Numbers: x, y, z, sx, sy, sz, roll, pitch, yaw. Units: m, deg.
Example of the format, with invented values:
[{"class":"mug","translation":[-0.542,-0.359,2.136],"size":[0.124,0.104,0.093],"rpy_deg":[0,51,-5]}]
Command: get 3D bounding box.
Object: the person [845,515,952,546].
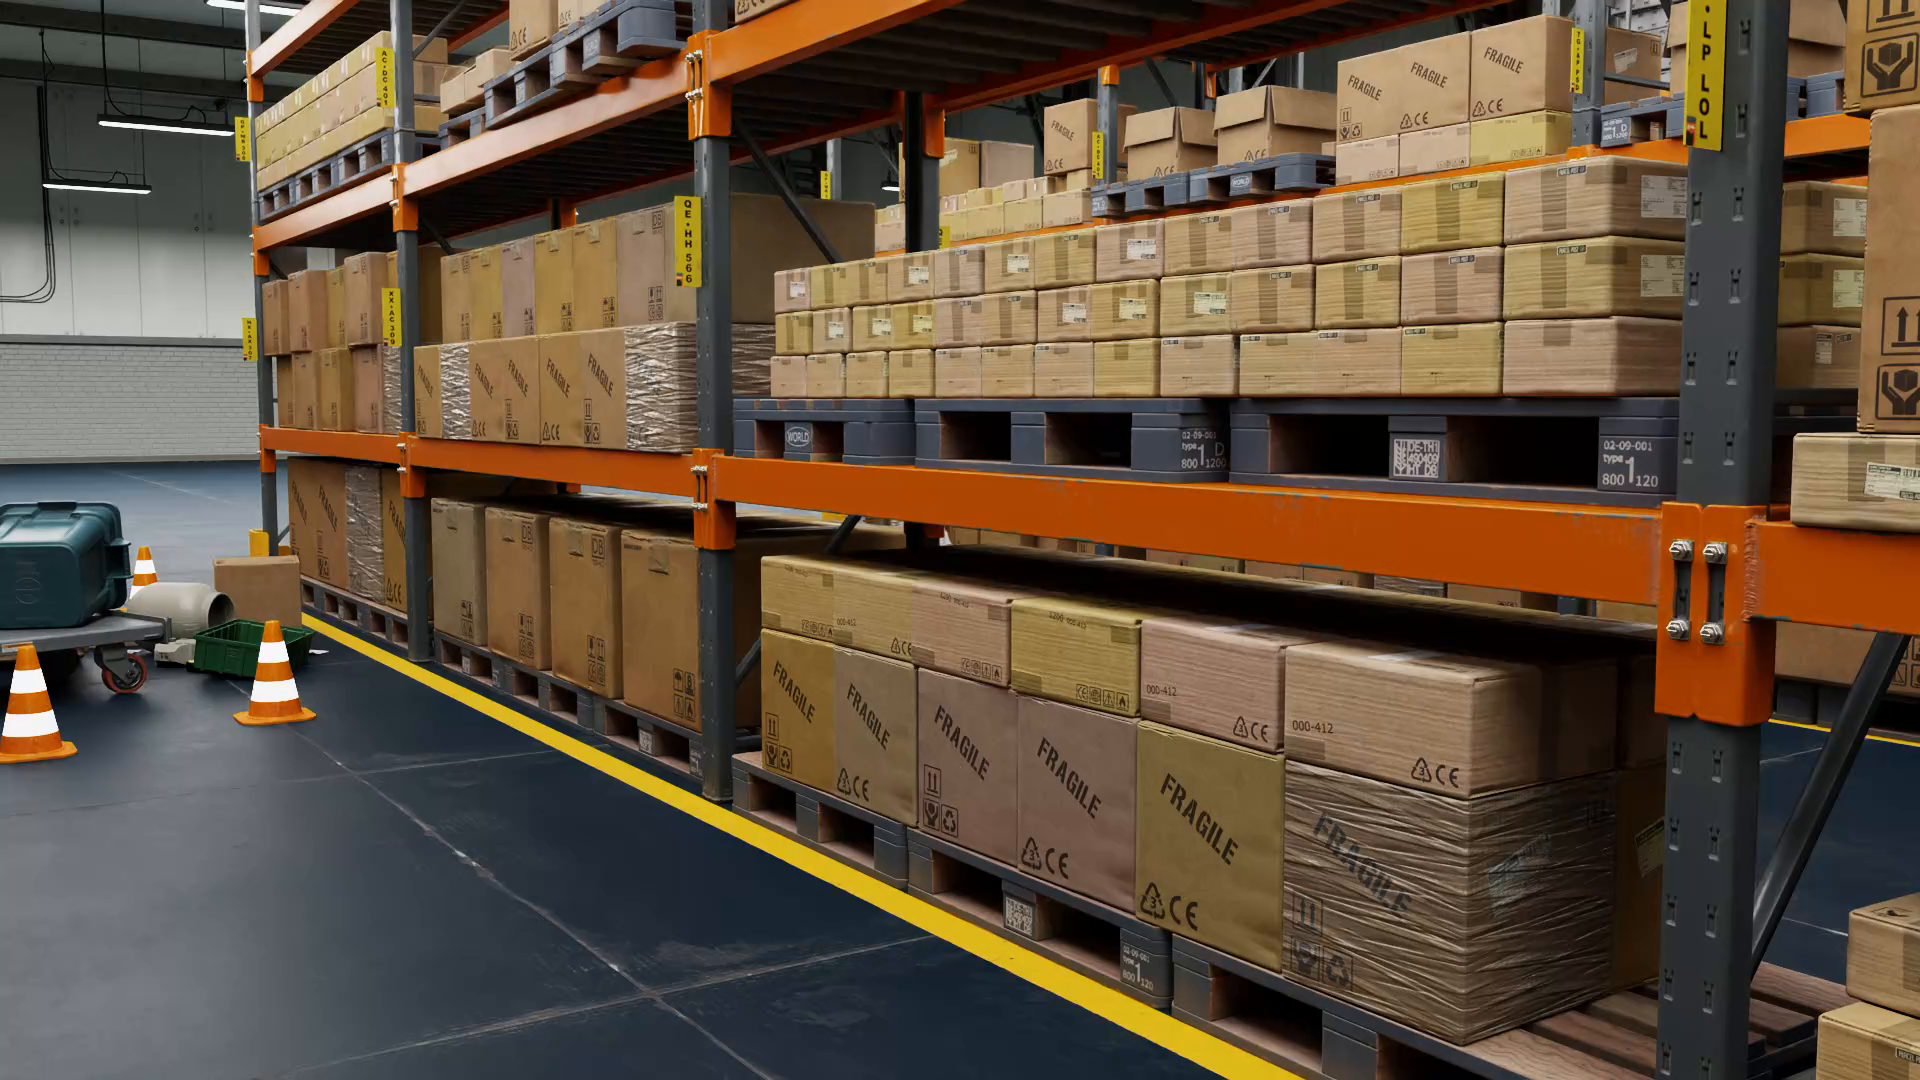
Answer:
[{"class":"person","translation":[-0.385,0.139,9.115],"size":[0.502,1.222,0.787],"rpy_deg":[-3,6,-34]}]
